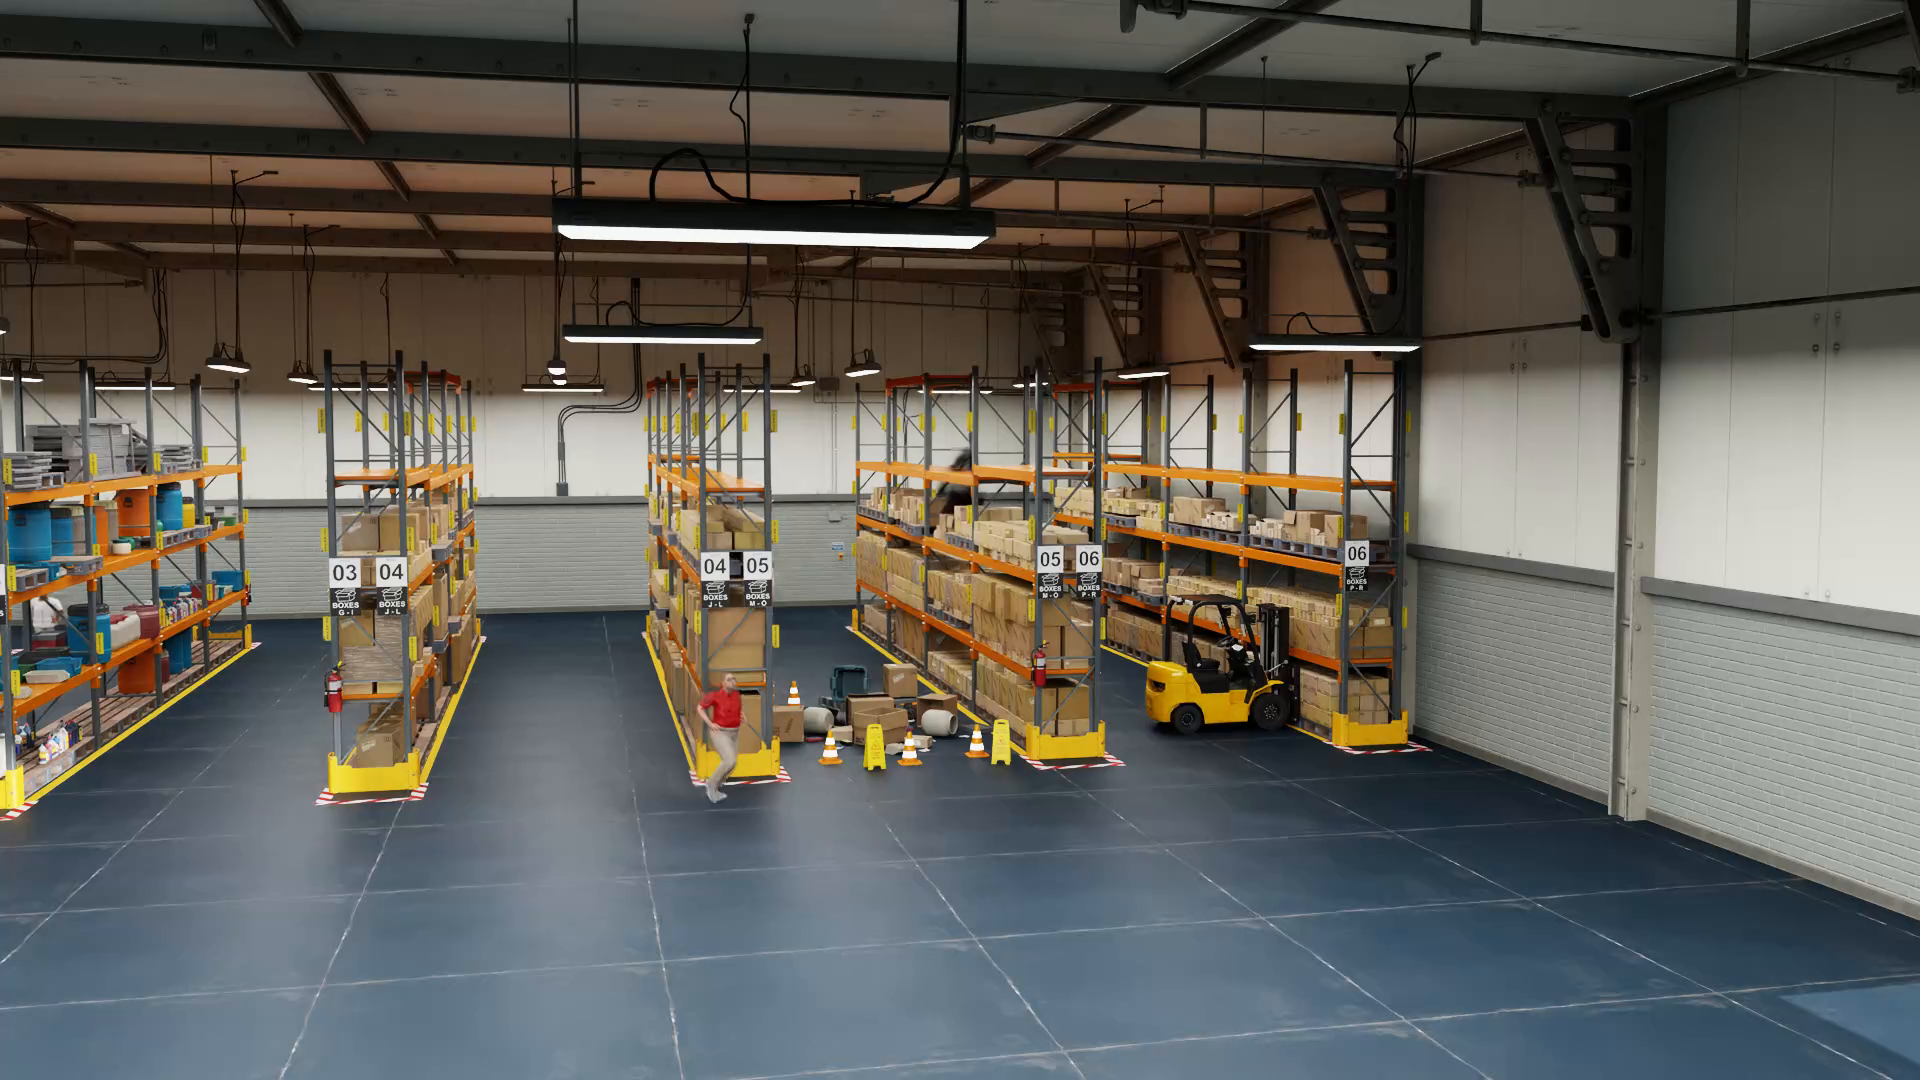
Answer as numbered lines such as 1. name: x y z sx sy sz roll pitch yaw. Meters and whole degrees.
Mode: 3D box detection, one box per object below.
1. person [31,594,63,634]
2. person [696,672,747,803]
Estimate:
1. person: -18.790 1.771 34.103 0.704 1.723 0.648 -2 4 -22
2. person: -3.107 2.621 22.130 0.596 1.707 0.686 3 5 37
